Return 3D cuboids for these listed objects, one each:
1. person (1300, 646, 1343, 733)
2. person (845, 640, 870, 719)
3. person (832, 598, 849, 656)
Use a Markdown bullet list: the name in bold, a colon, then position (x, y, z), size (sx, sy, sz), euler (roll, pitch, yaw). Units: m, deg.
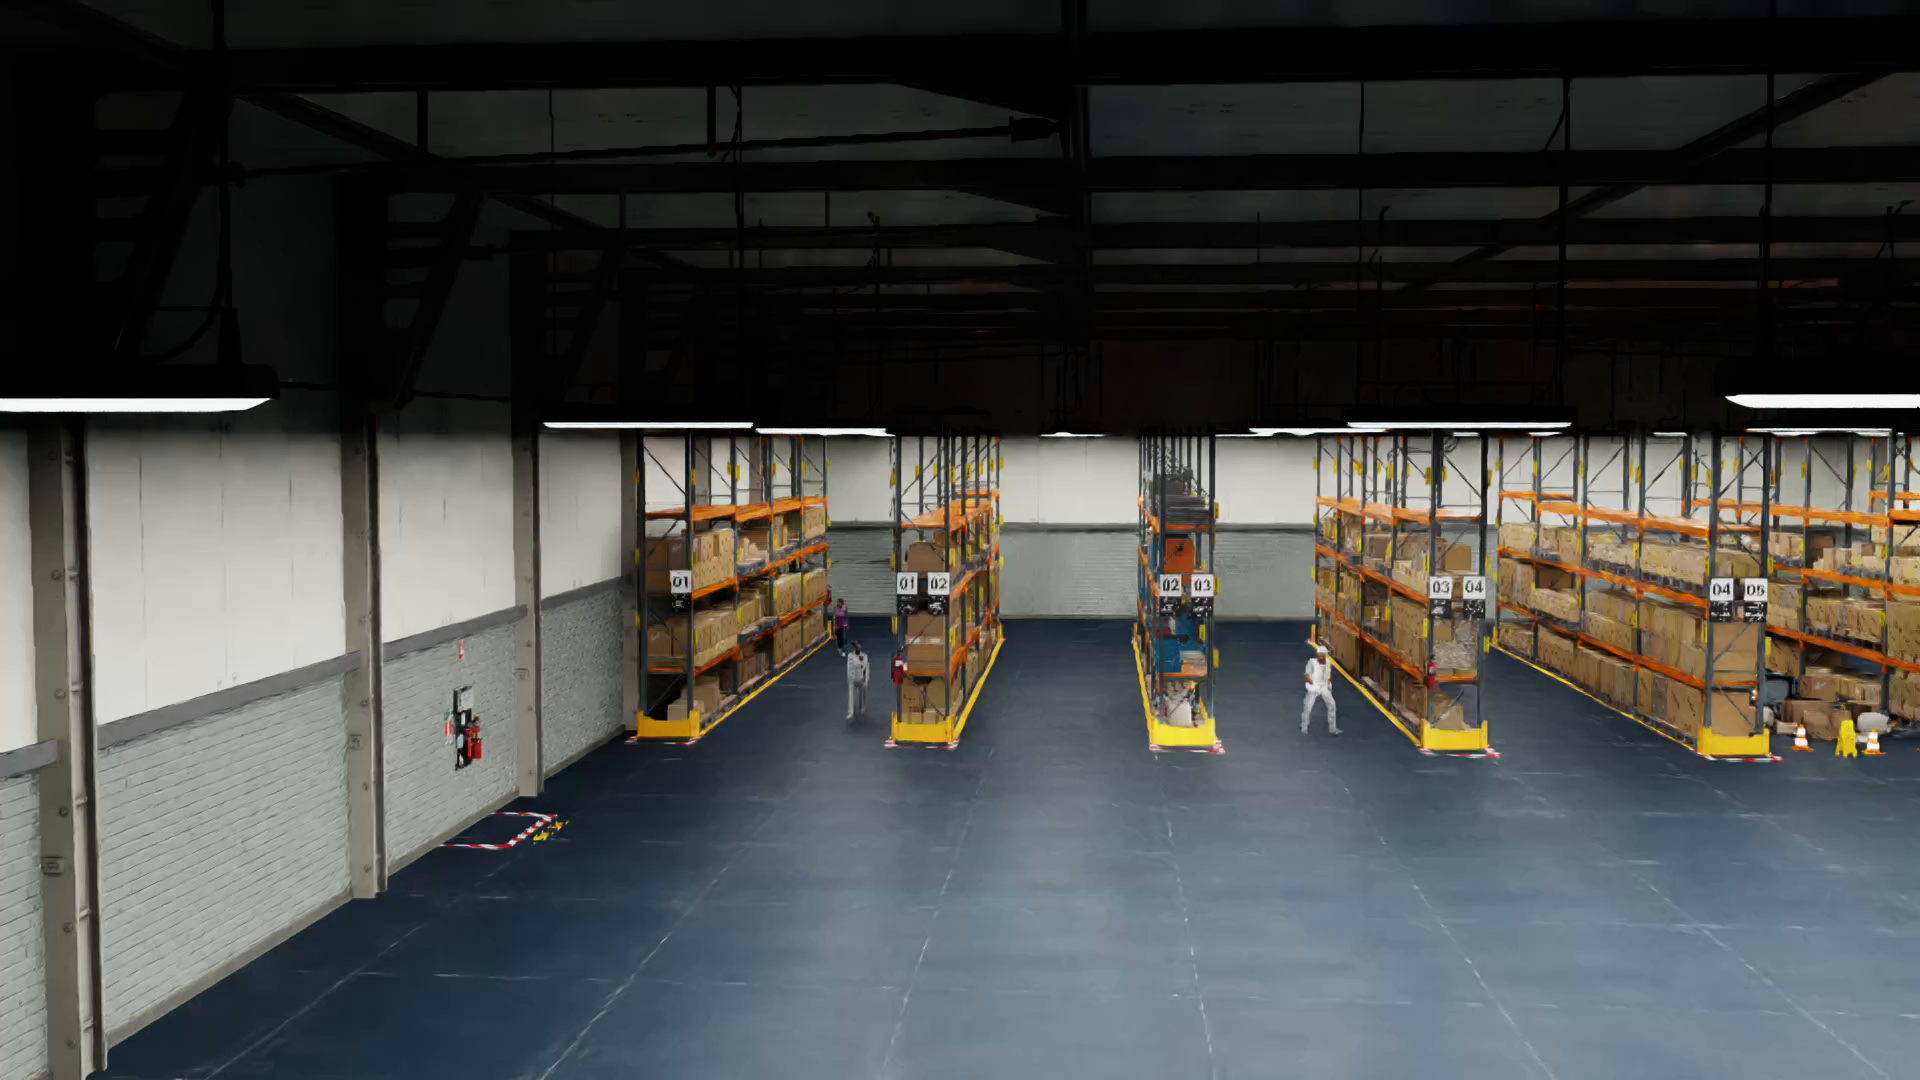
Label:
- **person**: position (6.958, 2.891, 32.241), size (0.698, 1.719, 0.792), euler (-1, 4, -14)
- **person**: position (-2.092, 2.831, 34.120), size (0.488, 1.590, 1.089), euler (0, 3, 2)
- **person**: position (-3.167, 2.271, 43.976), size (0.419, 1.513, 1.037), euler (0, 3, 3)
